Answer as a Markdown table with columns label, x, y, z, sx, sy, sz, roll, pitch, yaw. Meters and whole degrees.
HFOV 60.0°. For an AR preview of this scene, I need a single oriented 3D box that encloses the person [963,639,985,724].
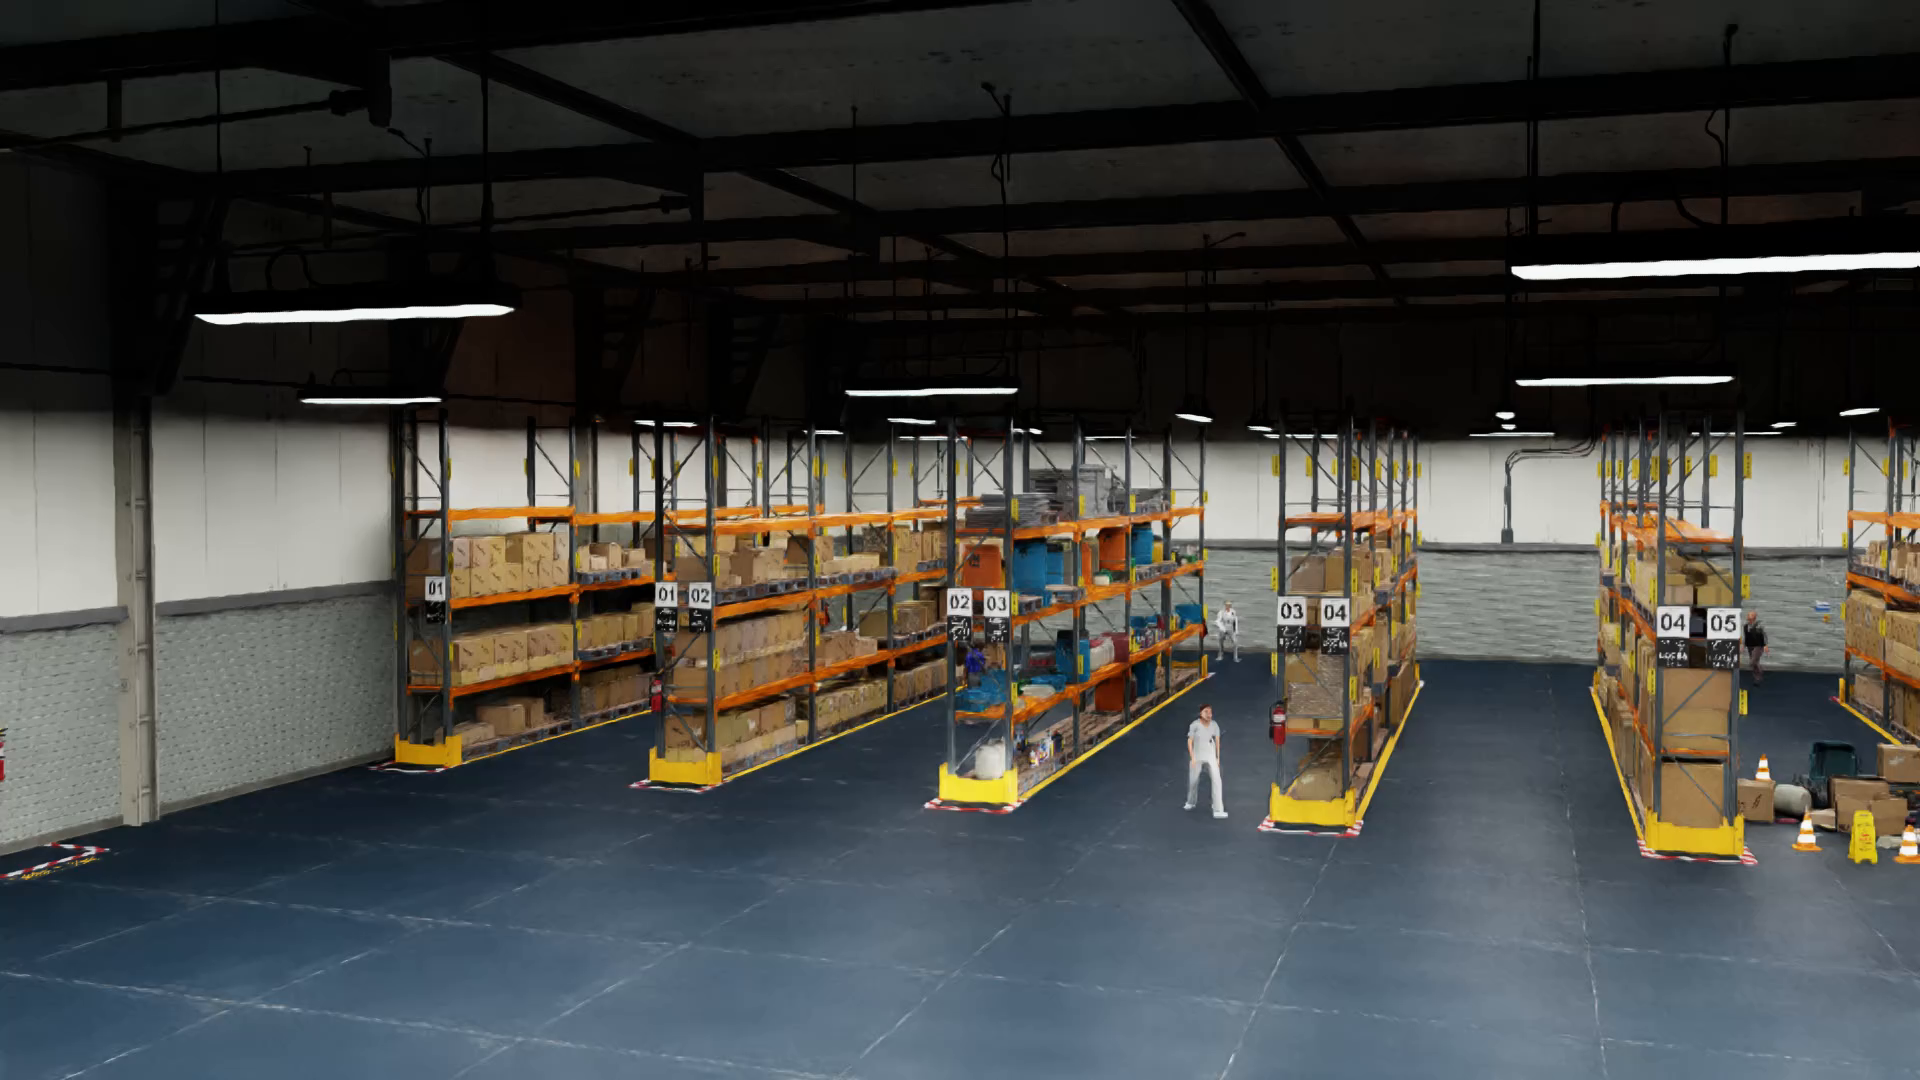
| label | x | y | z | sx | sy | sz | roll | pitch | yaw |
| --- | --- | --- | --- | --- | --- | --- | --- | --- | --- |
| person | 0.272 | 2.766 | 32.682 | 0.573 | 1.642 | 0.551 | -2 | 3 | -43 |

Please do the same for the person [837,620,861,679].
| label | x | y | z | sx | sy | sz | roll | pitch | yaw |
| --- | --- | --- | --- | --- | --- | --- | --- | --- | --- |
| person | -2.481 | 2.533 | 37.341 | 0.588 | 1.700 | 1.193 | 1 | 3 | 16 |

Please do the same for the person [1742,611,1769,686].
| label | x | y | z | sx | sy | sz | roll | pitch | yaw |
| --- | --- | --- | --- | --- | --- | --- | --- | --- | --- |
| person | 18.404 | 2.490 | 38.460 | 0.508 | 1.712 | 0.632 | -1 | 3 | -15 |

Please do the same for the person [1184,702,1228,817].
| label | x | y | z | sx | sy | sz | roll | pitch | yaw |
| --- | --- | --- | --- | --- | --- | --- | --- | --- | --- |
| person | 3.546 | 3.155 | 24.070 | 0.535 | 1.624 | 0.877 | 0 | 2 | -1 |

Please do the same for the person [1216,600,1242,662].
| label | x | y | z | sx | sy | sz | roll | pitch | yaw |
| --- | --- | --- | --- | --- | --- | --- | --- | --- | --- |
| person | 6.950 | 2.338 | 43.178 | 0.638 | 1.607 | 0.813 | 0 | 2 | 2 |
